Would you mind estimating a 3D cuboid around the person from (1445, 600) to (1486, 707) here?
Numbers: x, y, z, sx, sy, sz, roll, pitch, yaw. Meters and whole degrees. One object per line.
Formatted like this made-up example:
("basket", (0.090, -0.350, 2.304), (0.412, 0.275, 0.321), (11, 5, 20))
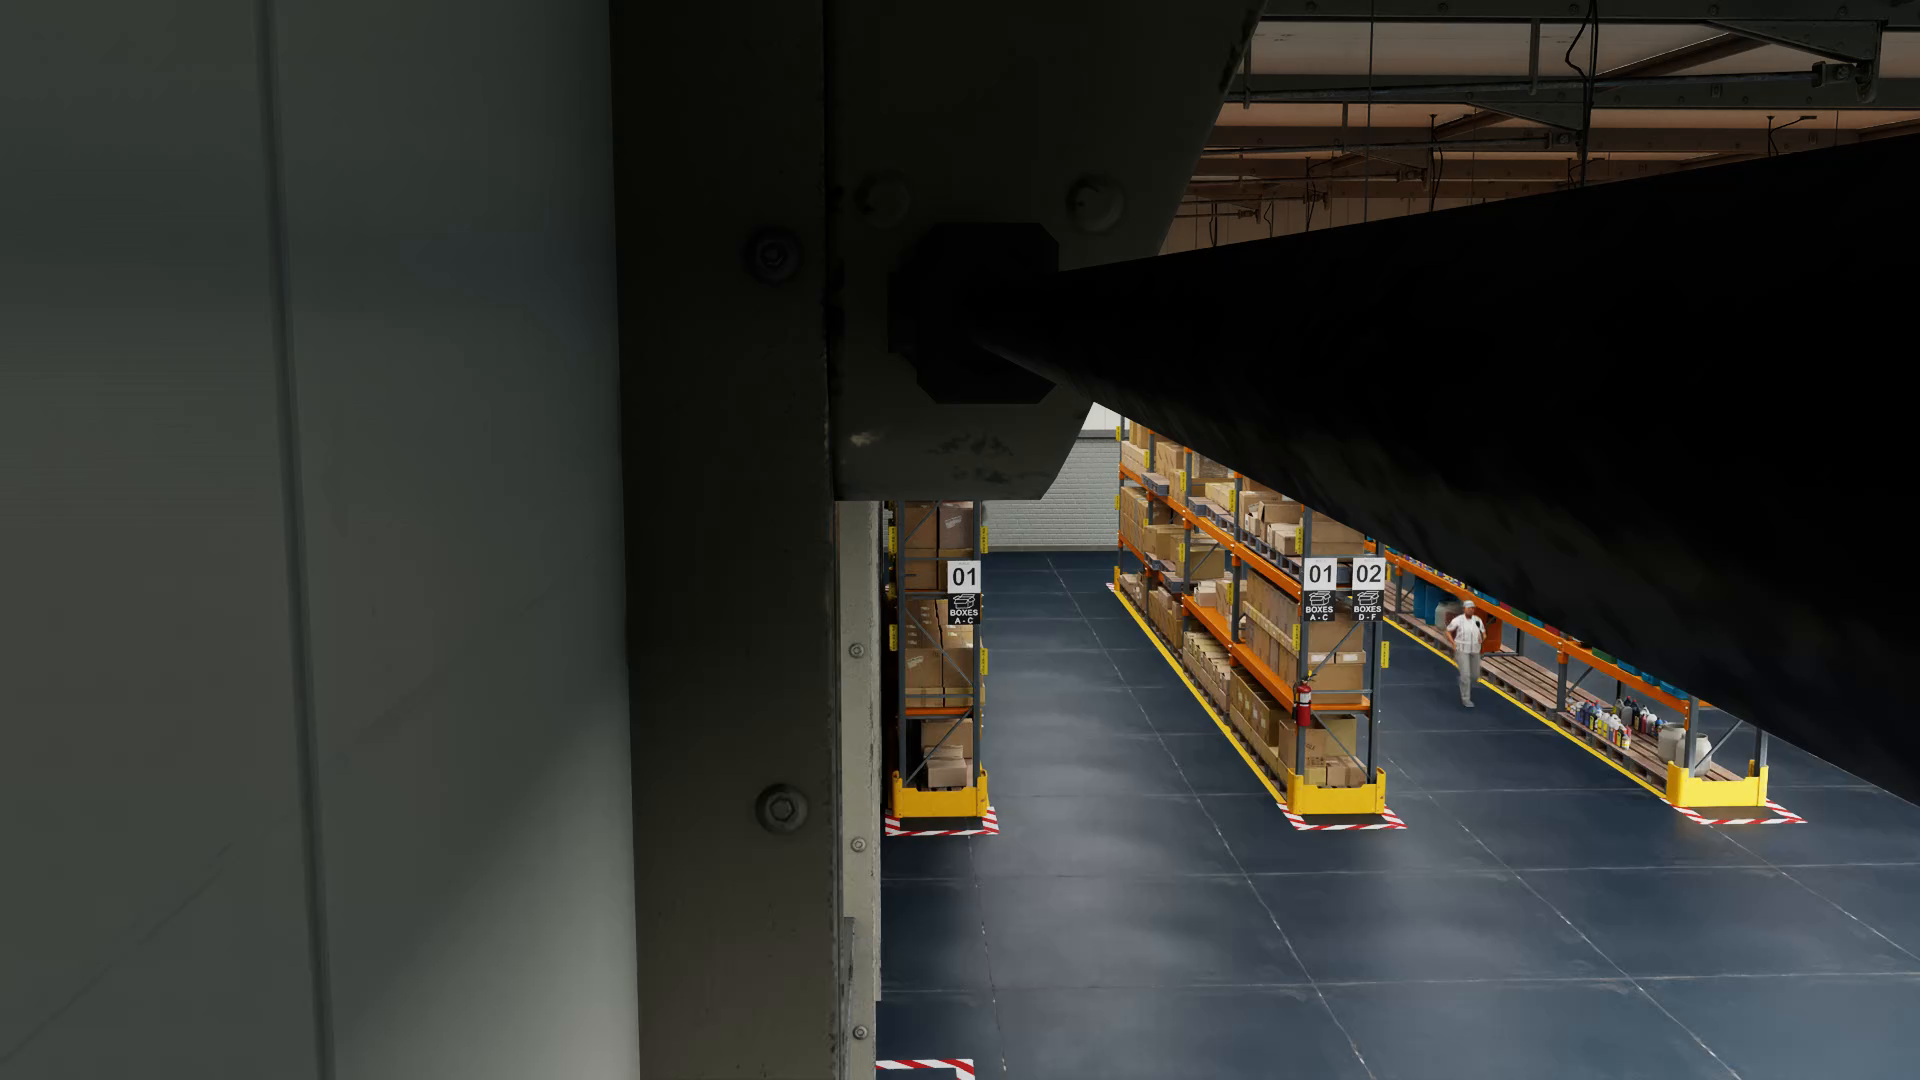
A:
("person", (7.982, 1.760, 26.208), (0.620, 1.634, 0.804), (-1, 8, -5))
